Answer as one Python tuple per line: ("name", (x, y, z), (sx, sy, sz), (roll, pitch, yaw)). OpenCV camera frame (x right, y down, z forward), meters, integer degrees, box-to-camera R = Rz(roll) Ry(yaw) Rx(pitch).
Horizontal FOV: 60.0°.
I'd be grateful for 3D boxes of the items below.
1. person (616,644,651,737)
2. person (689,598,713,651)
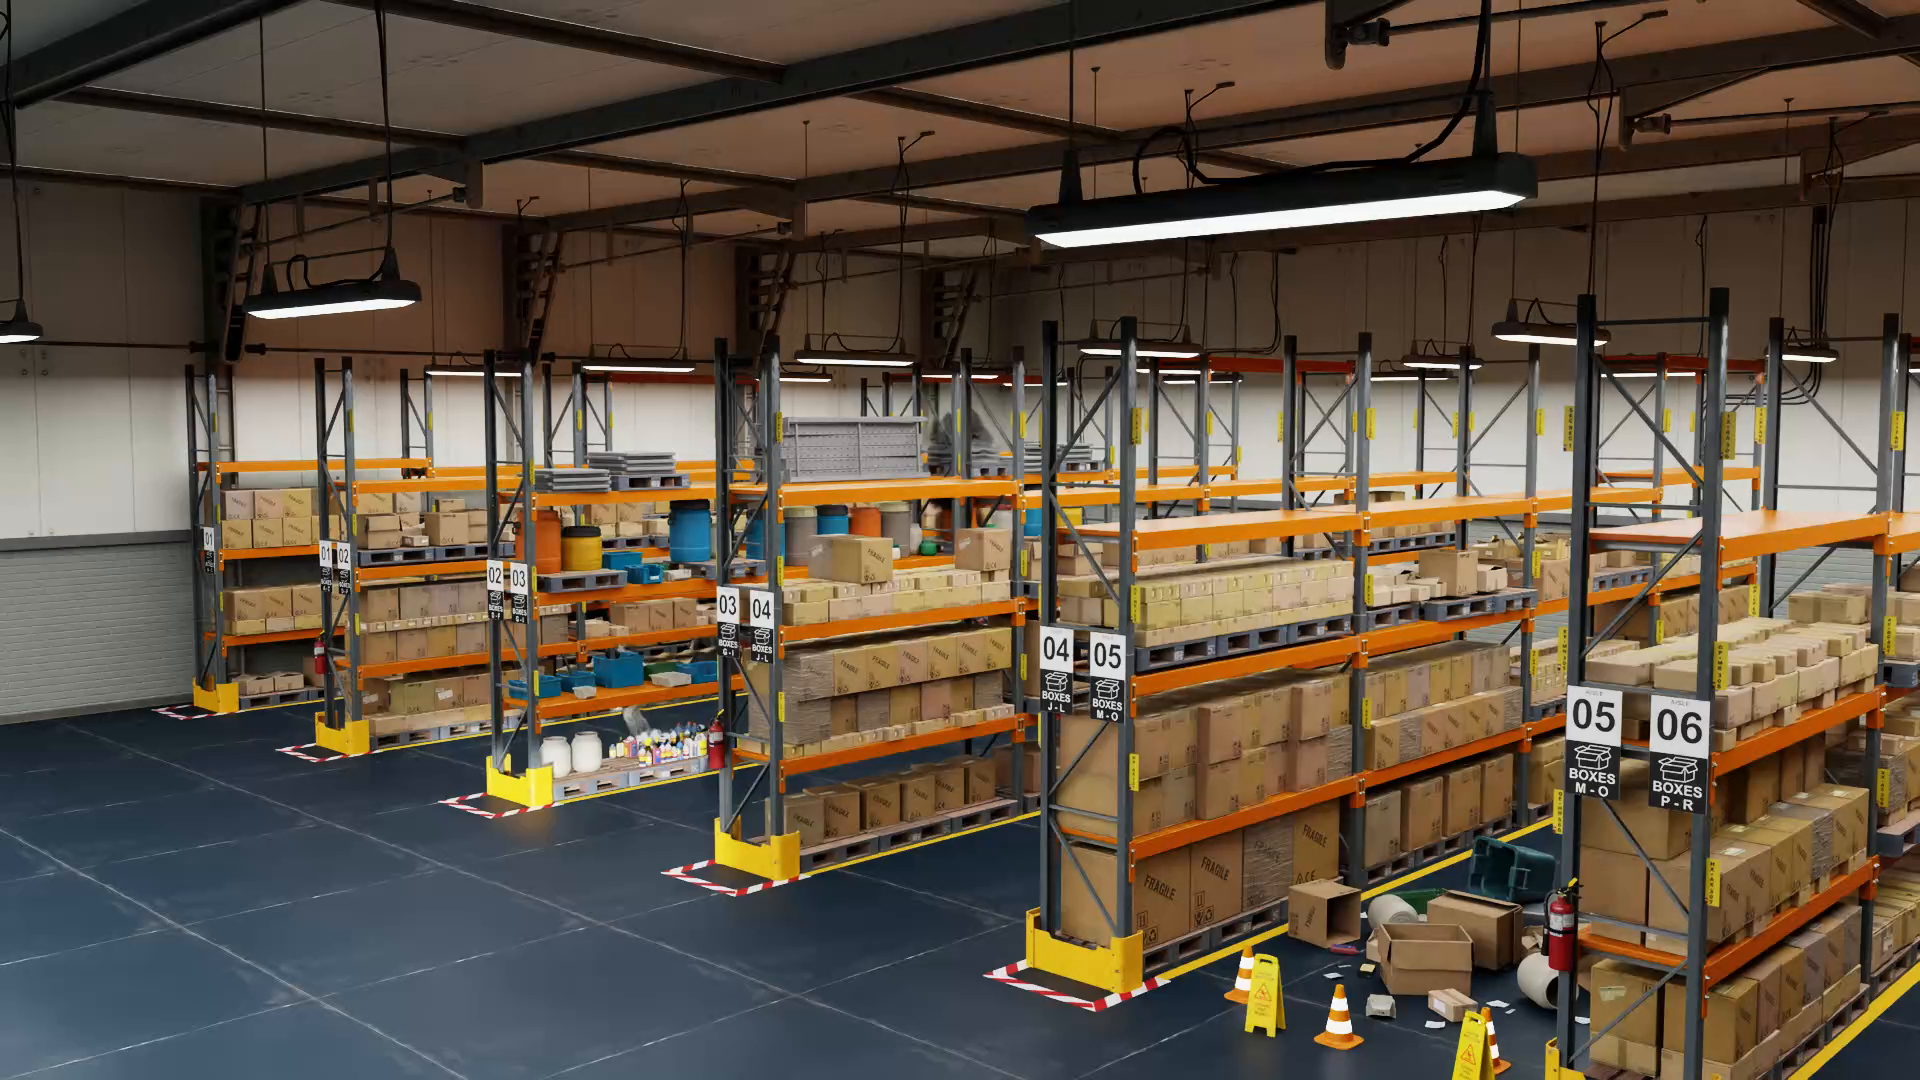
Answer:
("person", (-5.042, 2.390, 25.602), (0.544, 1.632, 0.898), (3, 5, 35))
("person", (-4.975, 1.909, 32.502), (0.947, 1.637, 0.664), (-4, 6, -44))
